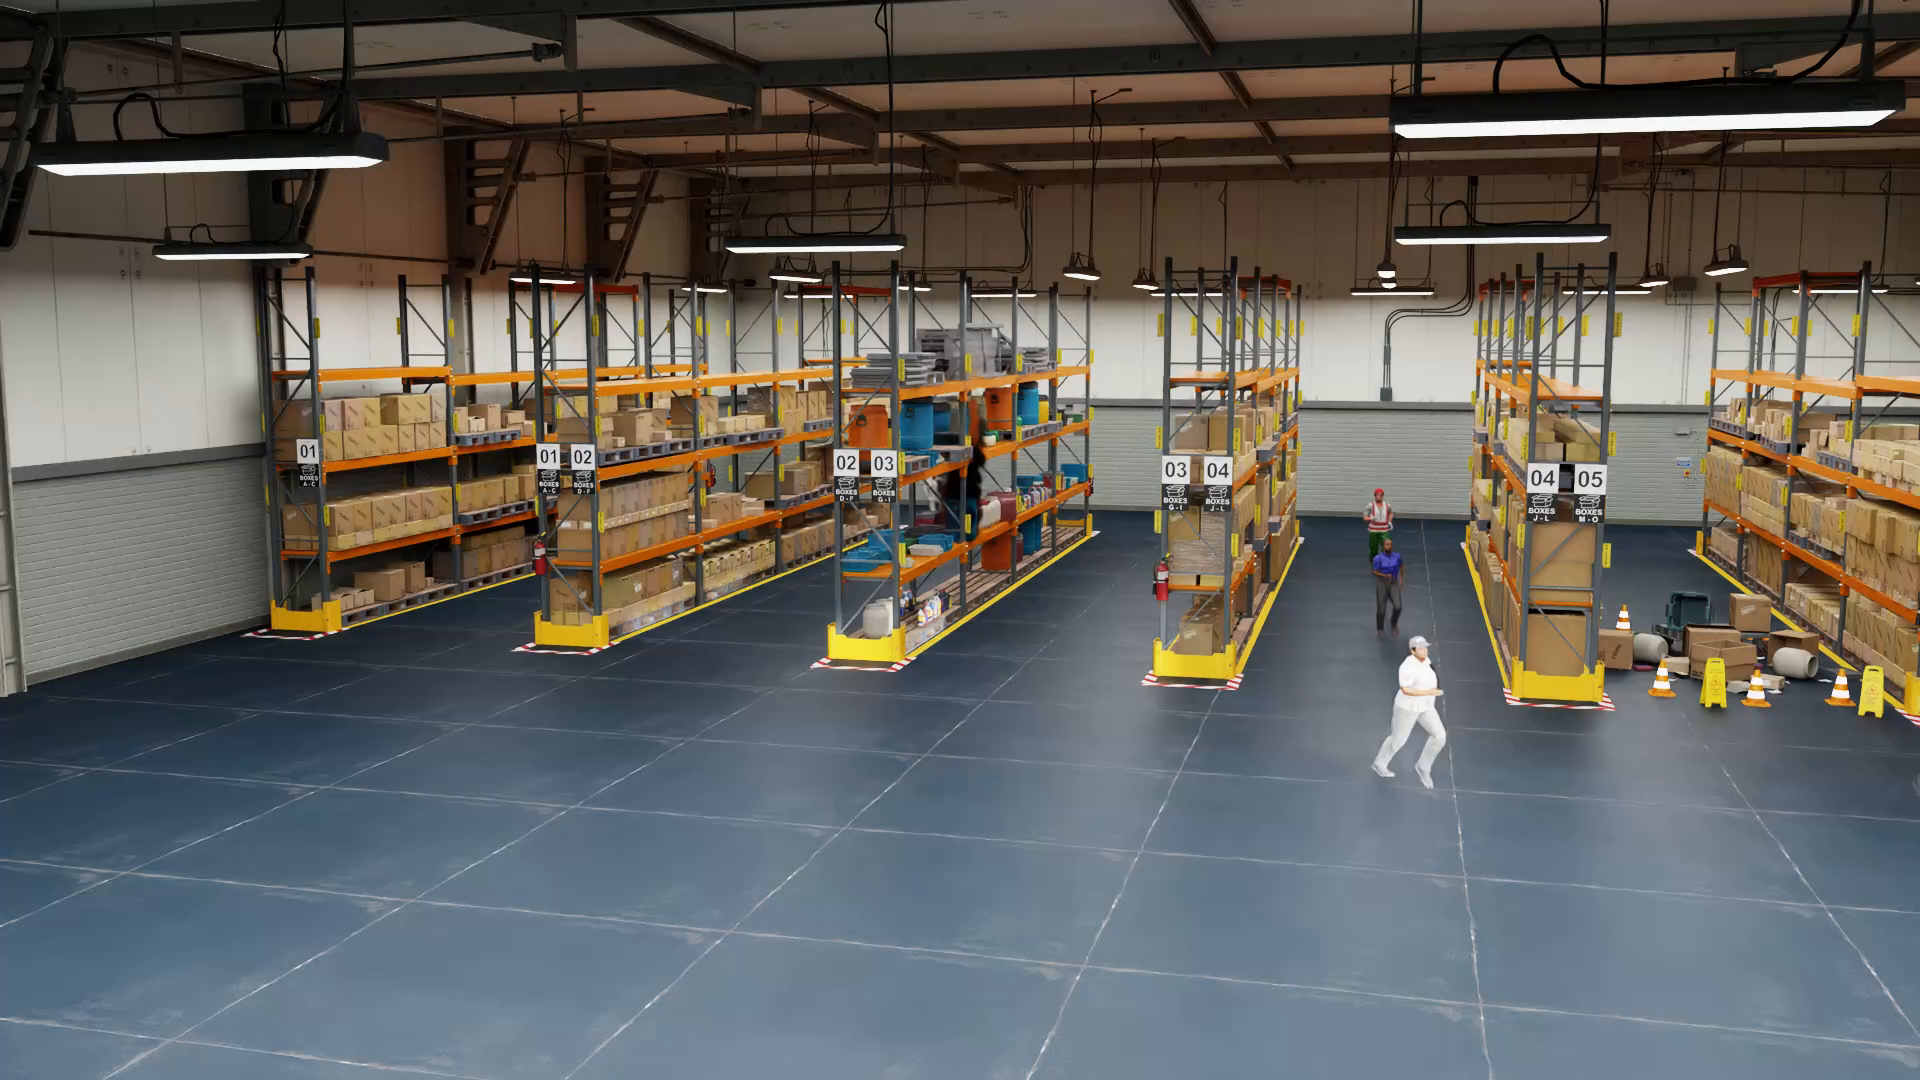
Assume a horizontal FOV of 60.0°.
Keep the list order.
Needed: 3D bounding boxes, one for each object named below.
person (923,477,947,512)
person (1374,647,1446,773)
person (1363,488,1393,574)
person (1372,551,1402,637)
[{"bbox_3d":[-0.606,-0.931,40.313,0.611,1.743,0.683,1,7,5],"label":"person"},{"bbox_3d":[5.001,1.808,18.272,0.611,1.511,0.832,-5,9,-34],"label":"person"},{"bbox_3d":[8.433,-0.126,33.468,0.632,1.824,0.705,1,7,5],"label":"person"},{"bbox_3d":[6.931,0.891,26.933,0.531,1.398,0.590,0,7,0],"label":"person"}]
